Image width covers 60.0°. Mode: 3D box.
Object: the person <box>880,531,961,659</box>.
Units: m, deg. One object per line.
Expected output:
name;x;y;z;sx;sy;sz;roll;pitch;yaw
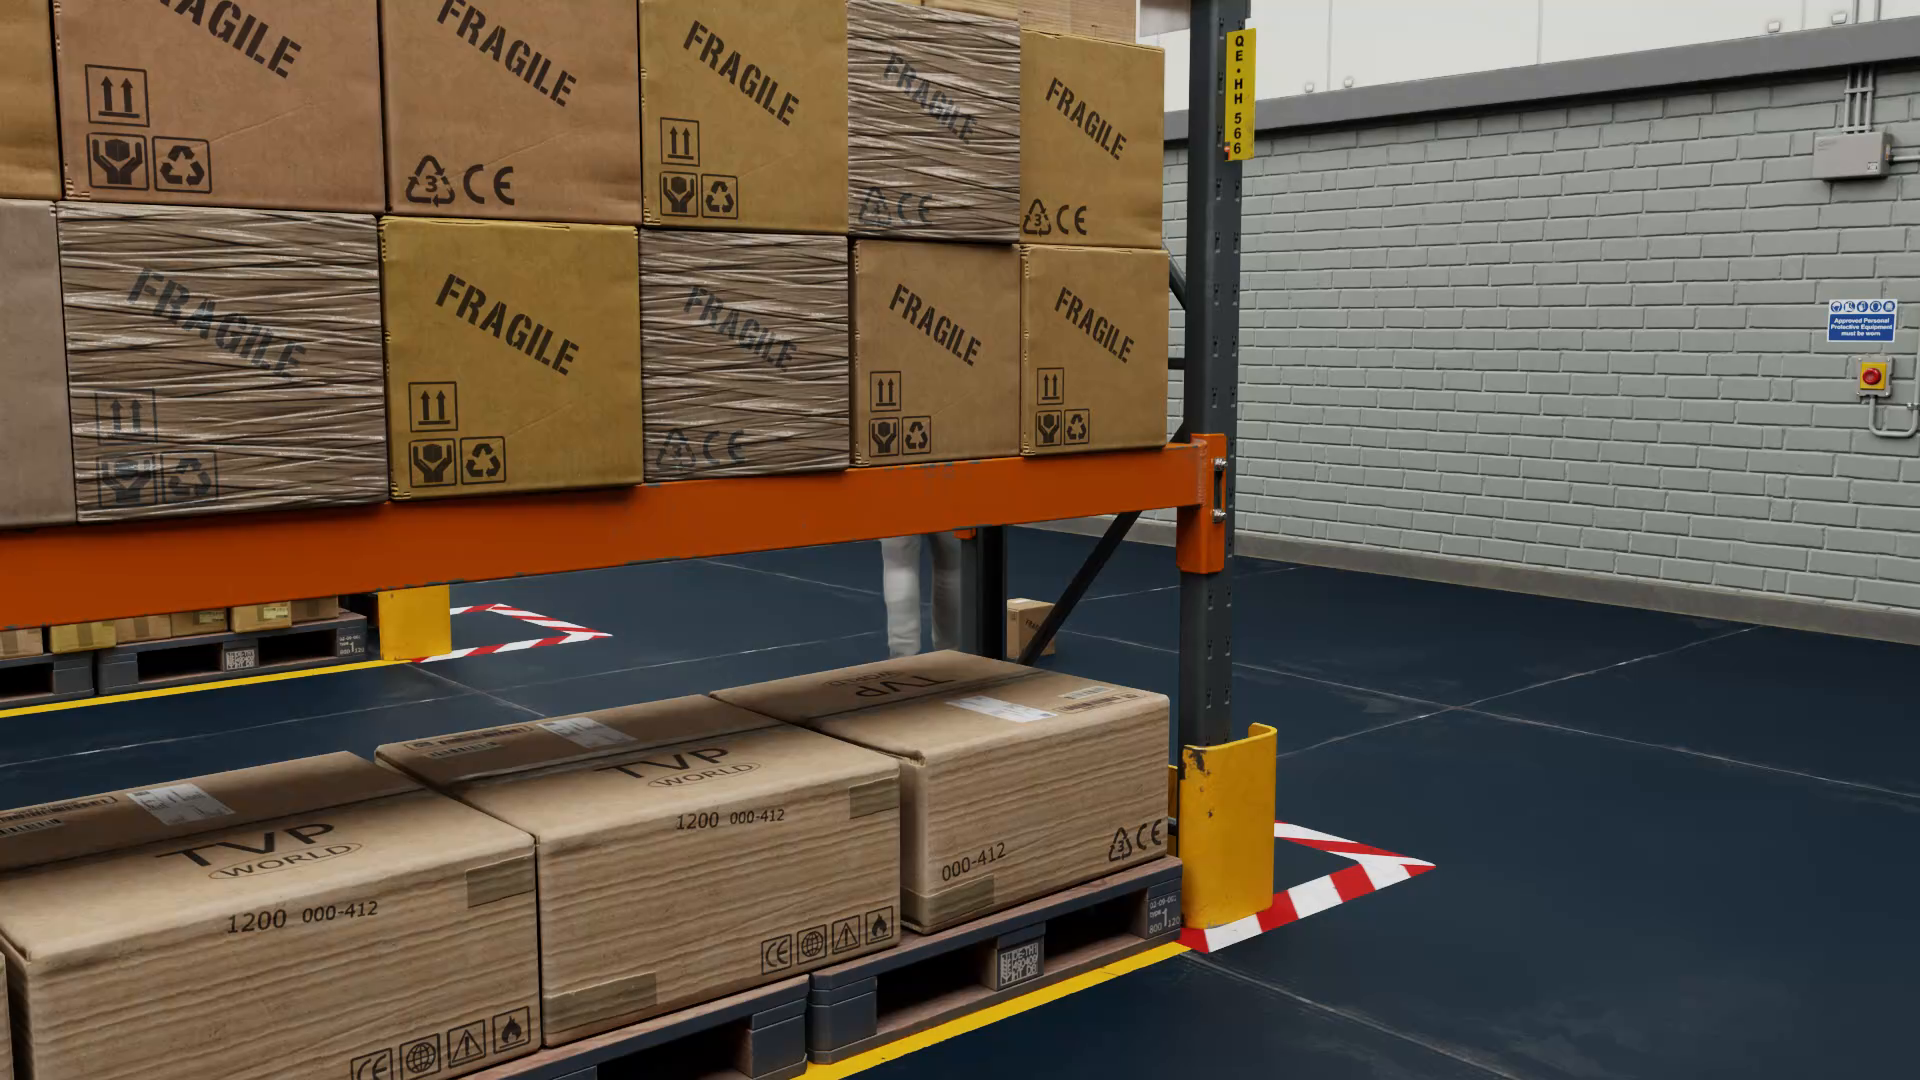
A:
person;-0.180;-0.244;7.579;0.585;1.719;0.749;-1;7;-7
